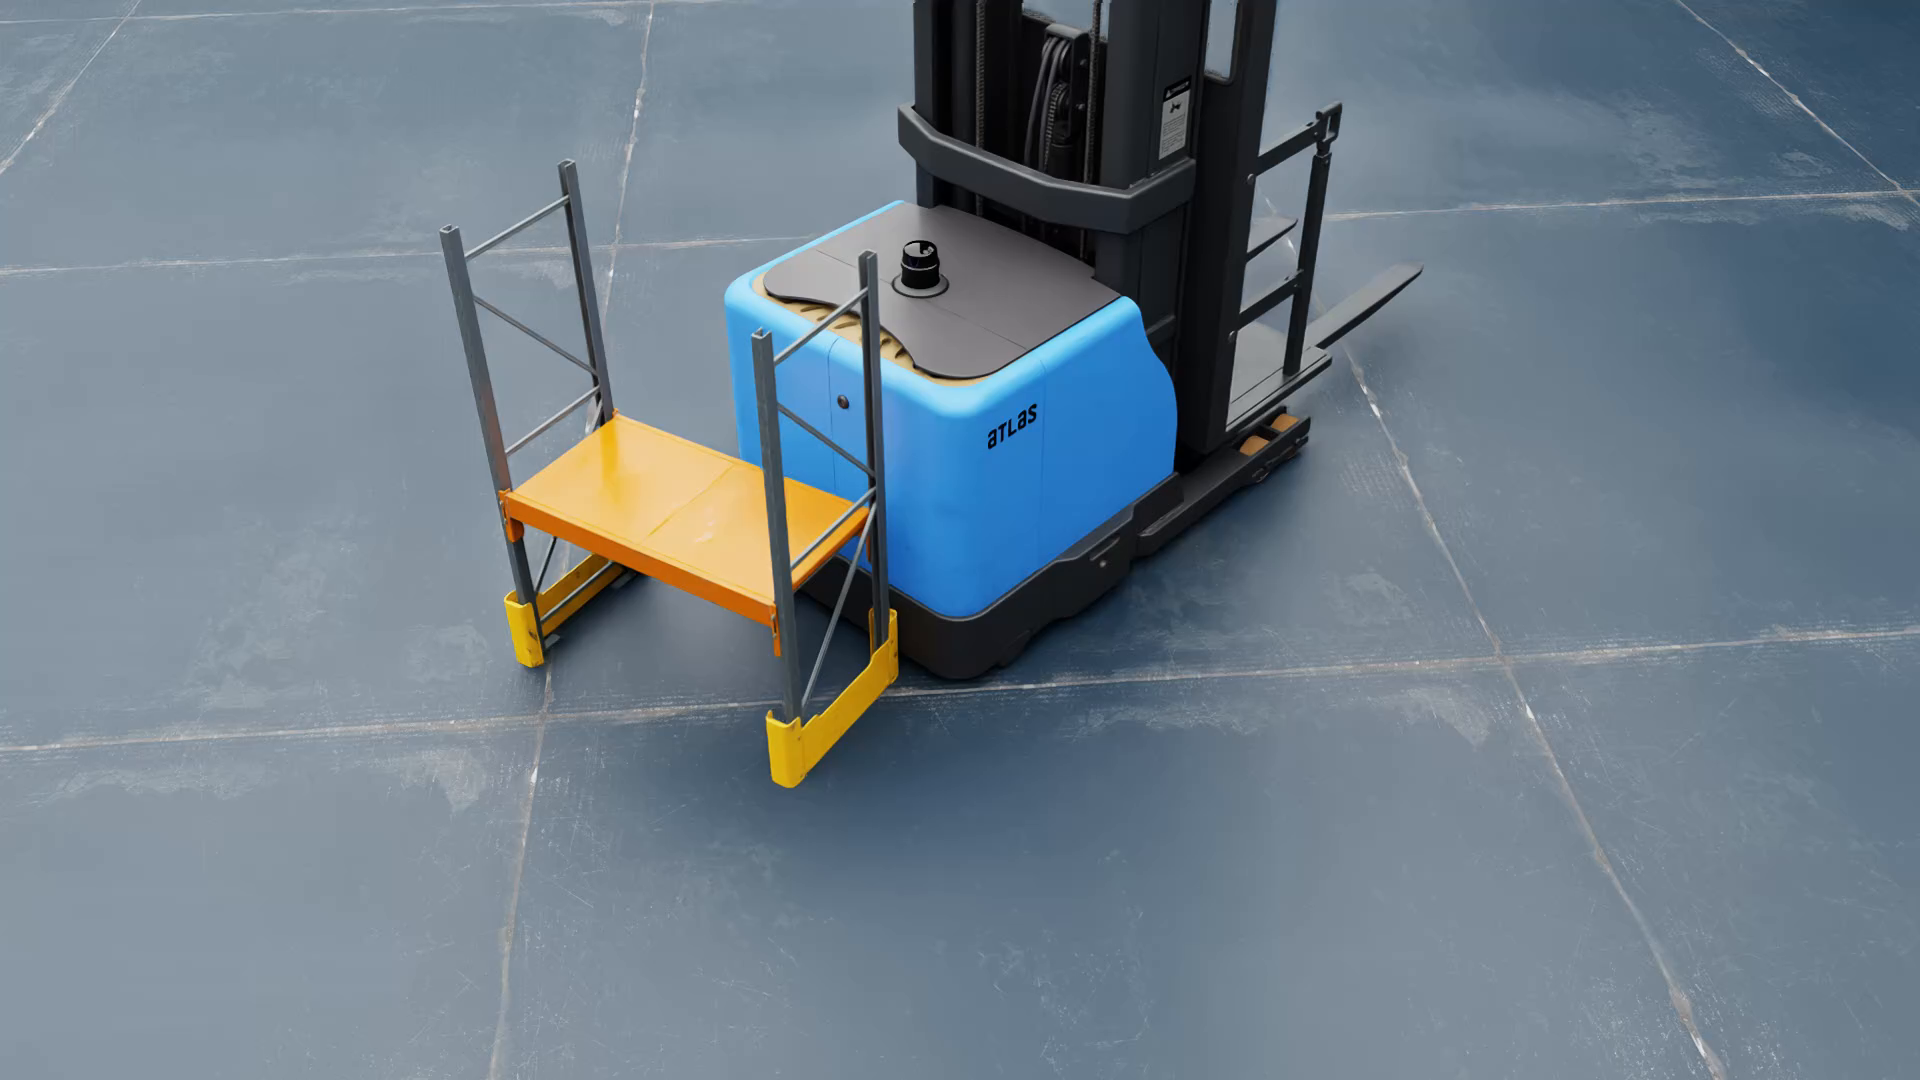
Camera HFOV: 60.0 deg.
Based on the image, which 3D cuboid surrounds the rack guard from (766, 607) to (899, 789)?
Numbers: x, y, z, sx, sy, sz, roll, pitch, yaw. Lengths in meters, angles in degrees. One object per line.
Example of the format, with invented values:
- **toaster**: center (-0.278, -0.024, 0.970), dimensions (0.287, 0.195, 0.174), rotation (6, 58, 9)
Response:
- **rack guard**: center (-0.371, 0.460, 4.965), dimensions (0.087, 0.250, 0.587), rotation (21, 43, 24)

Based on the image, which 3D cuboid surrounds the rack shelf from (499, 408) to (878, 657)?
- **rack shelf**: center (-0.789, -0.046, 4.888), dimensions (1.000, 0.185, 0.538), rotation (21, 43, 24)

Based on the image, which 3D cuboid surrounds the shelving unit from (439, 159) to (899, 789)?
- **shelving unit**: center (-0.797, -0.190, 4.780), dimensions (1.083, 1.500, 0.587), rotation (21, 43, 24)

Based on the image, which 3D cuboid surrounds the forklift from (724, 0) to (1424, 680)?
- **forklift**: center (0.636, -1.550, 5.348), dimensions (1.130, 2.935, 3.031), rotation (29, 47, 32)

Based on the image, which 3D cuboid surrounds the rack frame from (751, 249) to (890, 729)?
- **rack frame**: center (-0.354, -0.024, 4.570), dimensions (0.032, 1.500, 0.500), rotation (21, 43, 24)

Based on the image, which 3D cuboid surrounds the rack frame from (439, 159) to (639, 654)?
- **rack frame**: center (-1.224, -0.350, 4.983), dimensions (0.032, 1.500, 0.500), rotation (21, 43, 24)

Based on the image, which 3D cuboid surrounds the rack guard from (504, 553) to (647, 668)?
- **rack guard**: center (-1.223, 0.141, 5.369), dimensions (0.087, 0.250, 0.587), rotation (21, 43, 24)
